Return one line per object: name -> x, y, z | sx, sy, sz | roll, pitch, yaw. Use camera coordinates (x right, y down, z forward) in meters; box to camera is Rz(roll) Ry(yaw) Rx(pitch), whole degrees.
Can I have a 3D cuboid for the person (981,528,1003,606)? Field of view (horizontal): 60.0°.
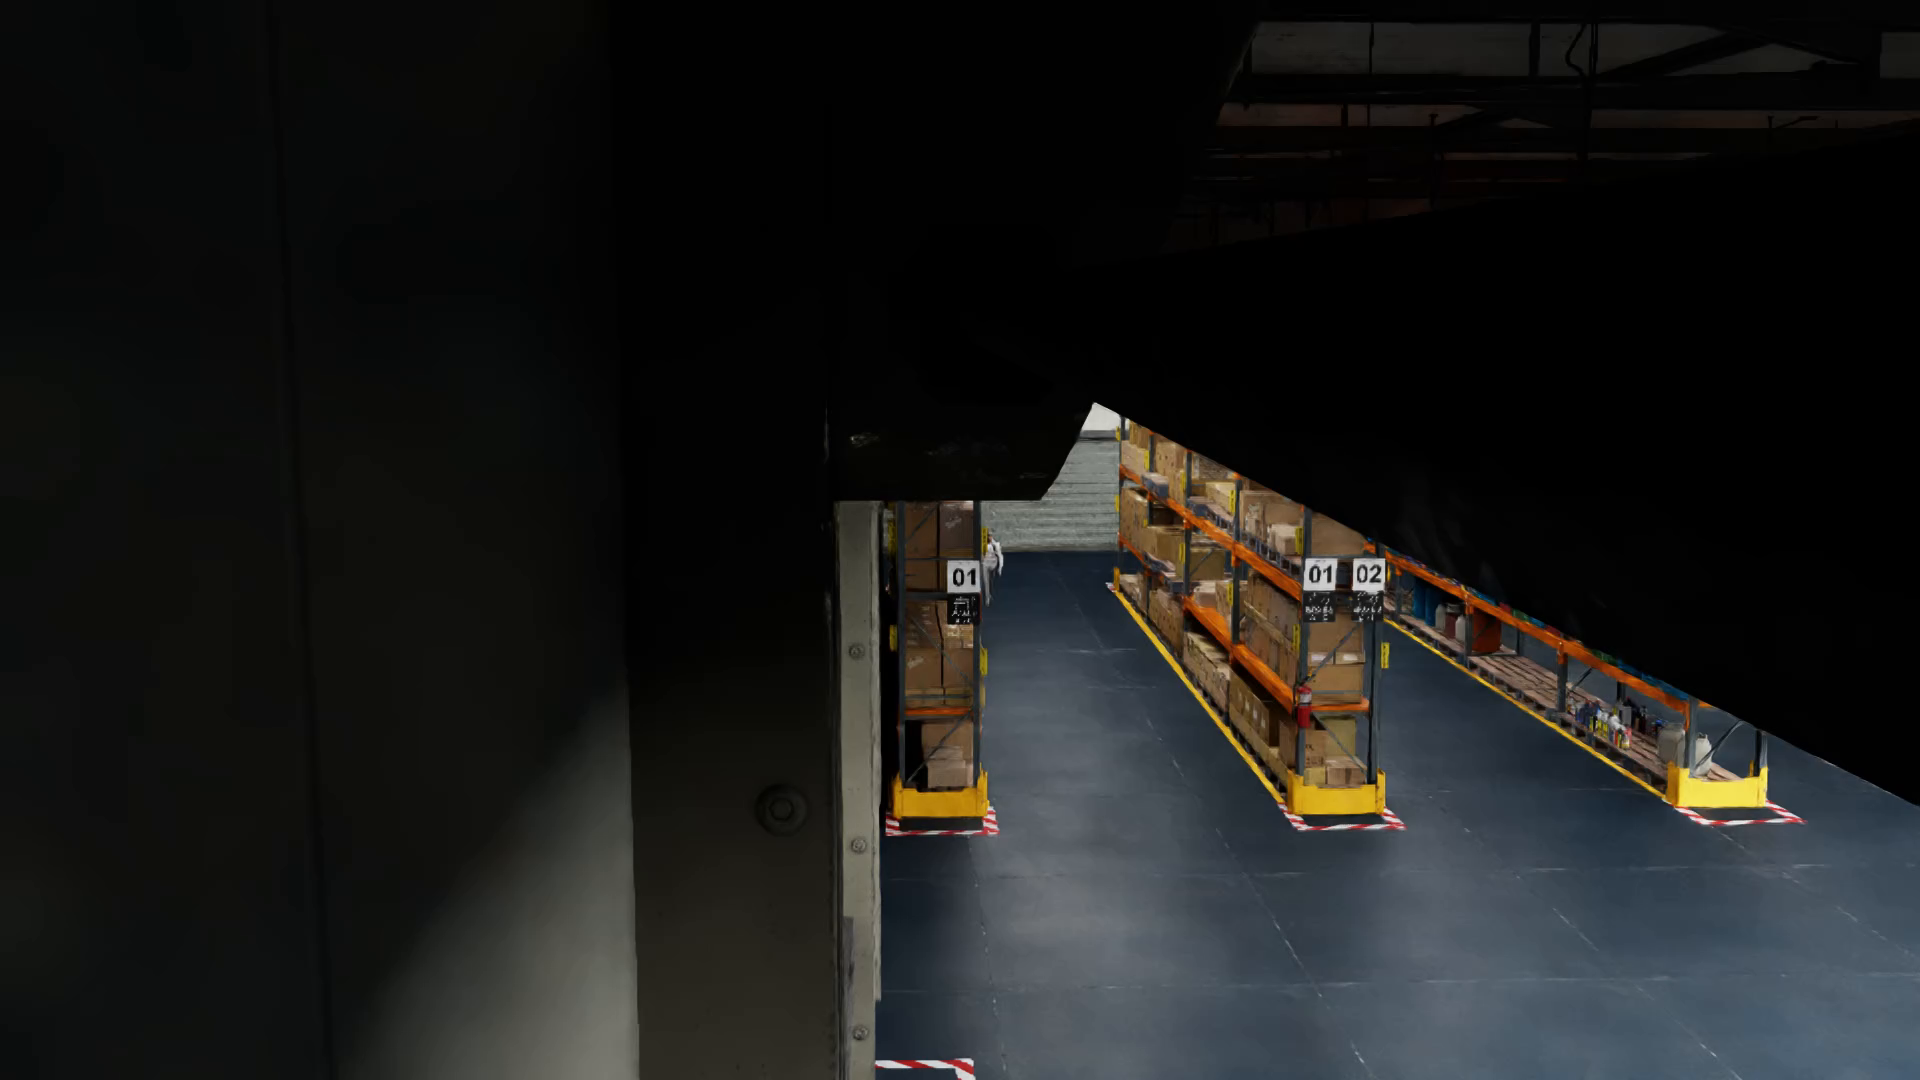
person -> 0.640, 0.532, 34.695 | 0.502, 1.624, 0.989 | -1, 8, -4
